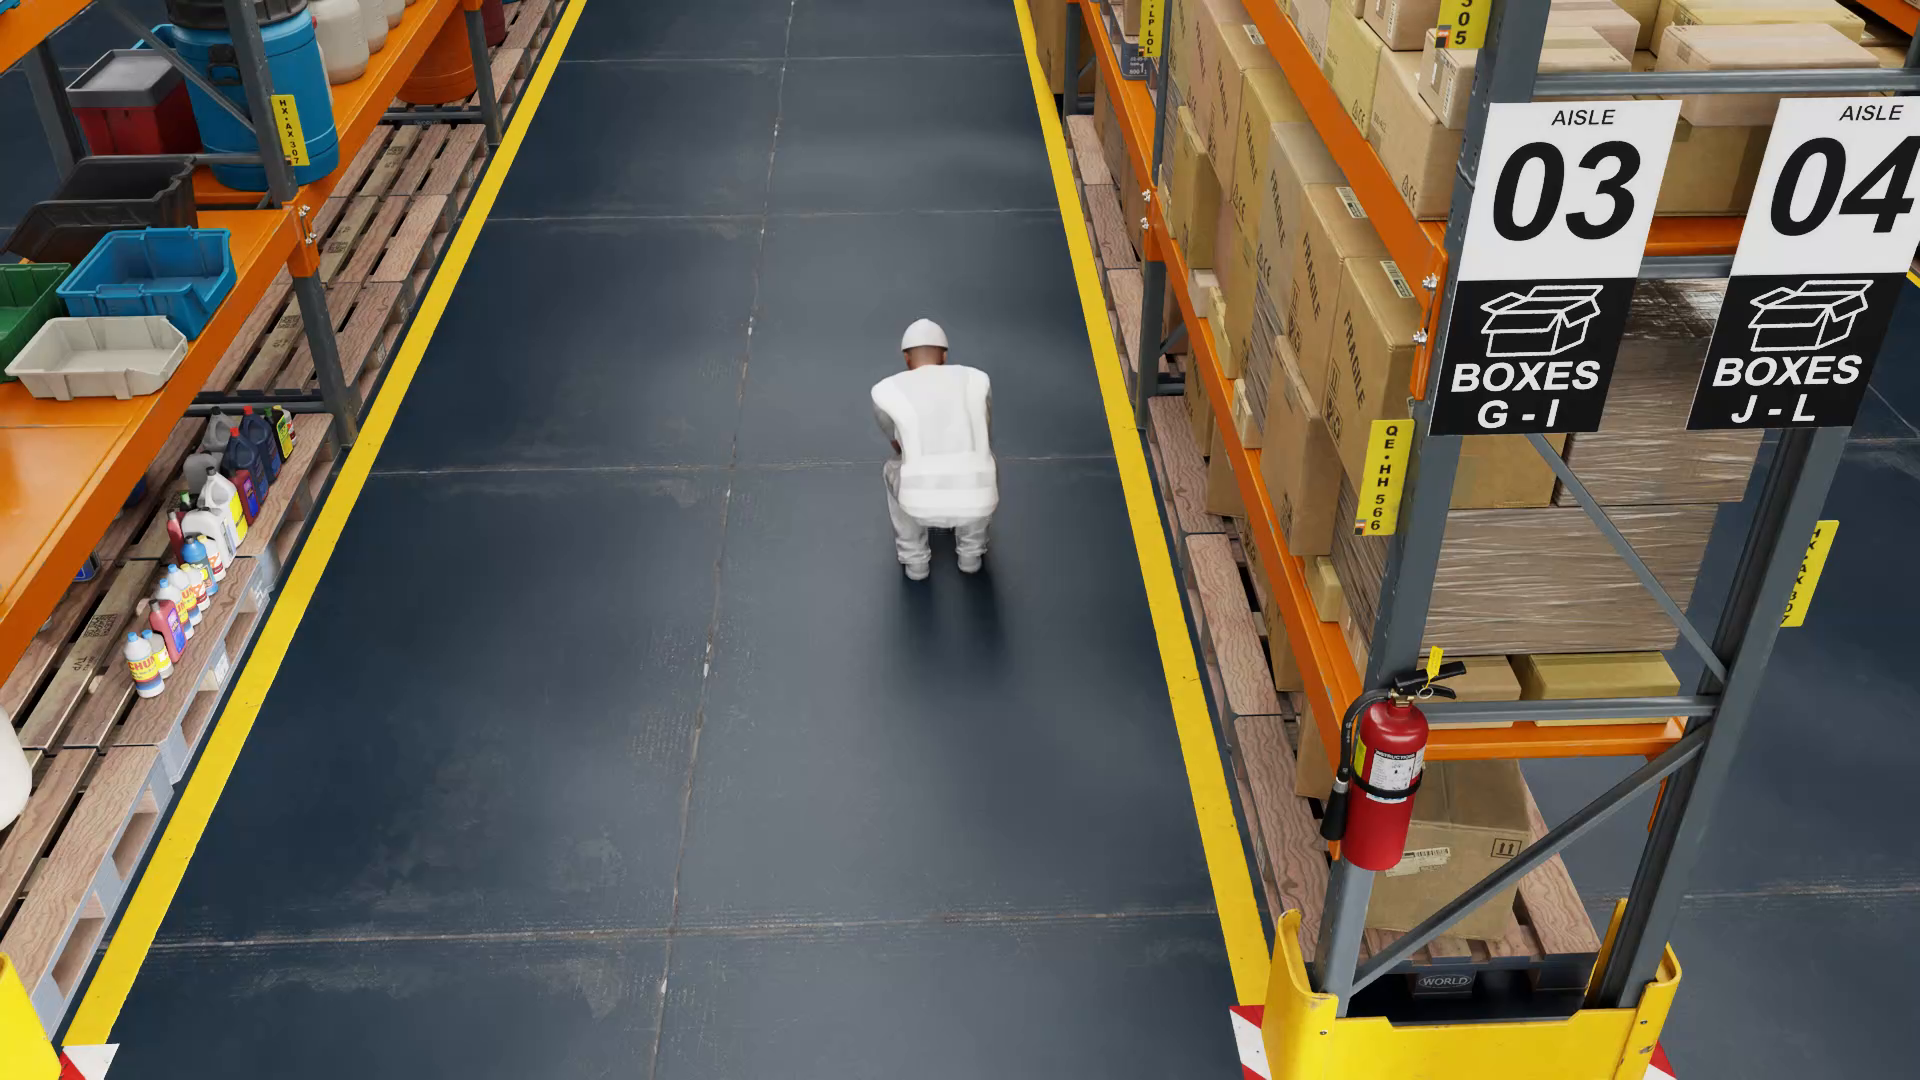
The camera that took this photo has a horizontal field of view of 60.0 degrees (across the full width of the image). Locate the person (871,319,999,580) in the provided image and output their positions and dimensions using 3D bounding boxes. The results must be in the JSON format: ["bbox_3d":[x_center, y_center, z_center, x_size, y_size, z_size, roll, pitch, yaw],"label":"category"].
[{"bbox_3d":[-0.118,-0.389,7.373,0.534,1.006,0.907,-2,35,-3],"label":"person"}]
